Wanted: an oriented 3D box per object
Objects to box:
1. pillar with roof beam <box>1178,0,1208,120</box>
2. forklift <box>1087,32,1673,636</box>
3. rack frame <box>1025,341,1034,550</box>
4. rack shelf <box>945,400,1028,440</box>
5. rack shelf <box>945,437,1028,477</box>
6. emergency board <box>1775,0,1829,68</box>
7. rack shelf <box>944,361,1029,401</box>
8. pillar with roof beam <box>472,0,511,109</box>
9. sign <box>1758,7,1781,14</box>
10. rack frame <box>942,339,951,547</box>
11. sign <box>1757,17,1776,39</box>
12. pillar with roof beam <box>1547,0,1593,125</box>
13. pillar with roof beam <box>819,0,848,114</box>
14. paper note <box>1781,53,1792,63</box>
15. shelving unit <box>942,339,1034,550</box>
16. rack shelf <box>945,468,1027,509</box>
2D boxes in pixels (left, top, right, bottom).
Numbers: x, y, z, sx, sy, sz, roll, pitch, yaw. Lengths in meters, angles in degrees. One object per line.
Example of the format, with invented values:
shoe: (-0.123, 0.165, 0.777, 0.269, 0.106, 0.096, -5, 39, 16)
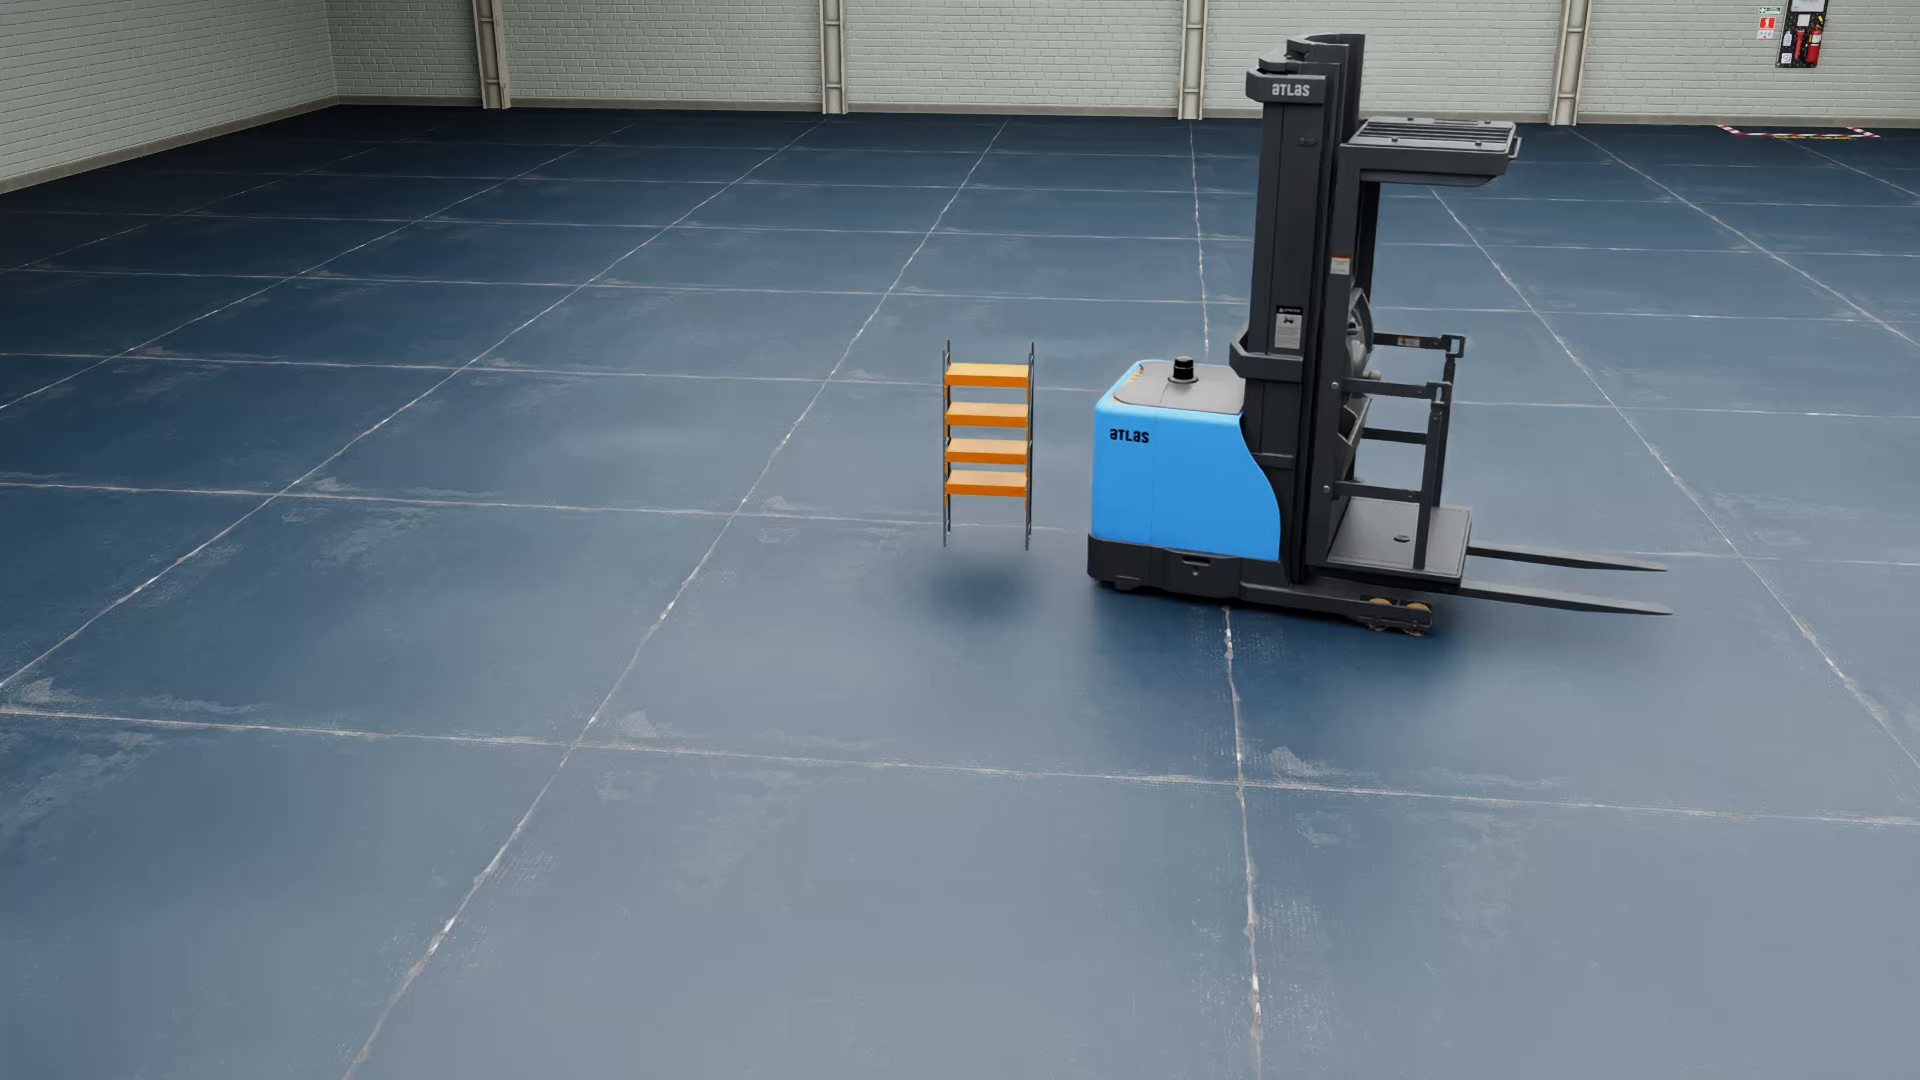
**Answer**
pillar with roof beam: (3.328, -9.647, 22.101, 0.400, 9.000, 9.100, 2, 22, 6)
forklift: (2.283, -1.084, 8.695, 3.031, 2.935, 1.130, 7, 23, 18)
rack frame: (0.407, -0.540, 9.674, 0.015, 1.200, 0.240, 2, 22, 6)
rack shelf: (0.164, -0.696, 9.644, 0.480, 0.148, 0.258, 2, 22, 6)
rack shelf: (0.164, -0.488, 9.726, 0.480, 0.148, 0.258, 2, 22, 6)
emergency board: (13.301, -8.030, 26.172, 0.643, 1.169, 0.194, 2, 22, 6)
rack shelf: (0.164, -0.916, 9.557, 0.480, 0.148, 0.258, 2, 22, 6)
pillar with roof beam: (-8.589, -10.166, 23.414, 0.400, 9.000, 9.100, 2, 22, 6)
sign: (12.768, -8.351, 26.215, 0.331, 0.109, 0.001, 2, 22, 6)
rack frame: (-0.078, -0.561, 9.728, 0.015, 1.200, 0.240, 2, 22, 6)
sign: (12.764, -8.108, 26.321, 0.234, 0.329, 0.001, 2, 22, 6)
pillar with roof beam: (9.286, -9.387, 21.444, 0.400, 9.000, 9.100, 2, 22, 6)
pillar with roof beam: (-2.631, -9.906, 22.757, 0.400, 9.000, 9.100, 2, 22, 6)
paper note: (13.134, -7.653, 26.417, 0.142, 0.148, 0.016, 2, 22, 6)
shelving unit: (0.164, -0.551, 9.701, 0.503, 1.200, 0.258, 2, 22, 6)
rack shelf: (0.164, -0.304, 9.799, 0.480, 0.148, 0.258, 2, 22, 6)
